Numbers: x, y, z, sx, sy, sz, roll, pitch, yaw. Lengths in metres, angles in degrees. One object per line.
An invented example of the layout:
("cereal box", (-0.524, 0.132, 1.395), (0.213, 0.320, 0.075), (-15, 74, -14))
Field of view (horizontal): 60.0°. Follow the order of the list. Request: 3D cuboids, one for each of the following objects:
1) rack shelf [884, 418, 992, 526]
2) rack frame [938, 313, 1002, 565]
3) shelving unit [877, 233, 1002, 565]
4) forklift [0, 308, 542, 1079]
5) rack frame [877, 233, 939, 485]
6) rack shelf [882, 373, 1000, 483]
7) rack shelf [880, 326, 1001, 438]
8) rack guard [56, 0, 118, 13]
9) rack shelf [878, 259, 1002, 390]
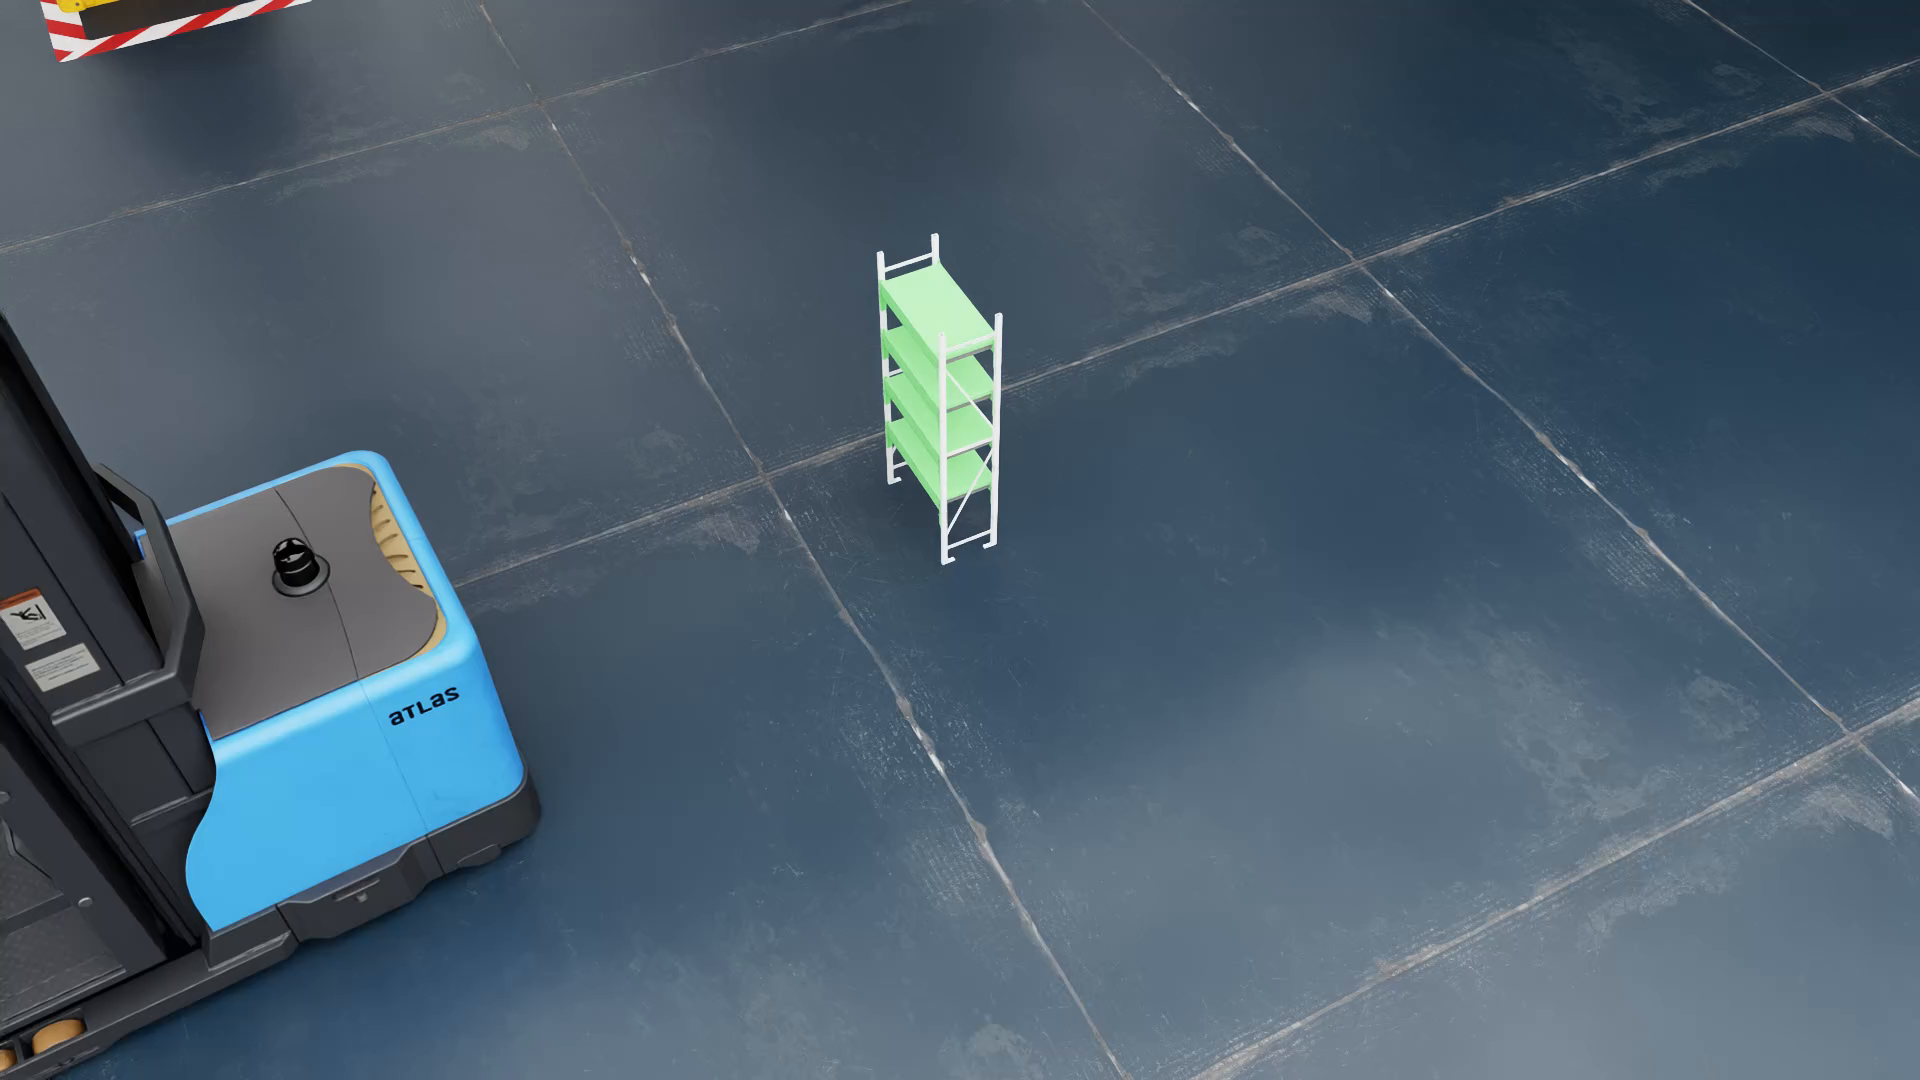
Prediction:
("rack shelf", (-0.076, -0.306, 6.517), (0.258, 0.148, 0.480), (-21, 52, -18))
("rack frame", (0.036, -0.342, 6.145), (0.240, 1.200, 0.015), (-21, 52, -18))
("shelving unit", (-0.076, -0.506, 6.288), (0.258, 1.200, 0.503), (-21, 52, -18))
("forklift", (-2.970, 0.302, 4.431), (3.031, 2.935, 1.130), (-24, 53, -20))
("rack frame", (-0.187, -0.669, 6.431), (0.240, 1.200, 0.015), (-21, 52, -18))
("rack shelf", (-0.076, -0.464, 6.336), (0.258, 0.148, 0.480), (-21, 52, -18))
("rack shelf", (-0.076, -0.622, 6.155), (0.258, 0.148, 0.480), (-21, 52, -18))
("rack guard", (-4.515, -3.378, 9.265), (1.175, 0.500, 0.348), (-21, 52, -18))
("rack shelf", (-0.076, -0.780, 5.975), (0.258, 0.148, 0.480), (-21, 52, -18))
